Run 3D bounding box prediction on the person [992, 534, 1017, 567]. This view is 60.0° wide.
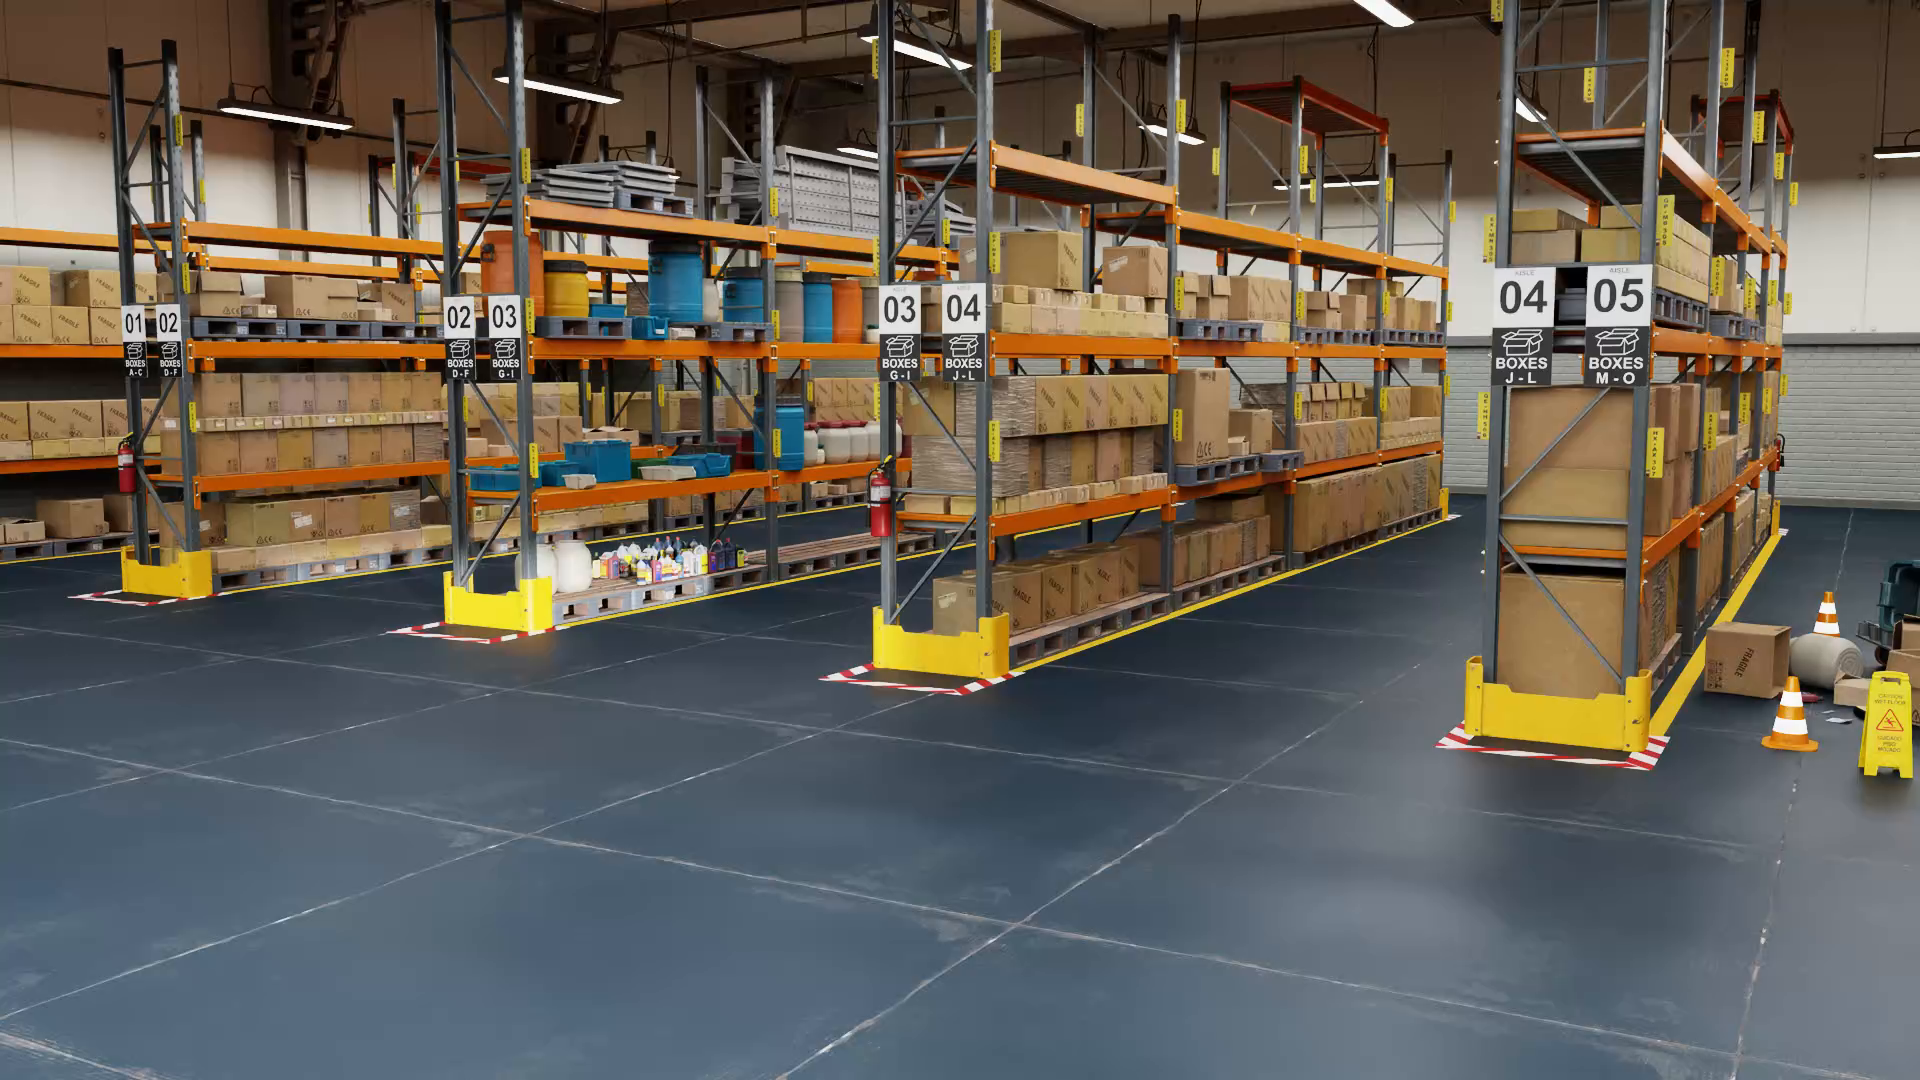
[{"bbox_3d":[0.392,-0.144,18.008,0.454,1.618,0.367,5,8,39],"label":"person"}]
